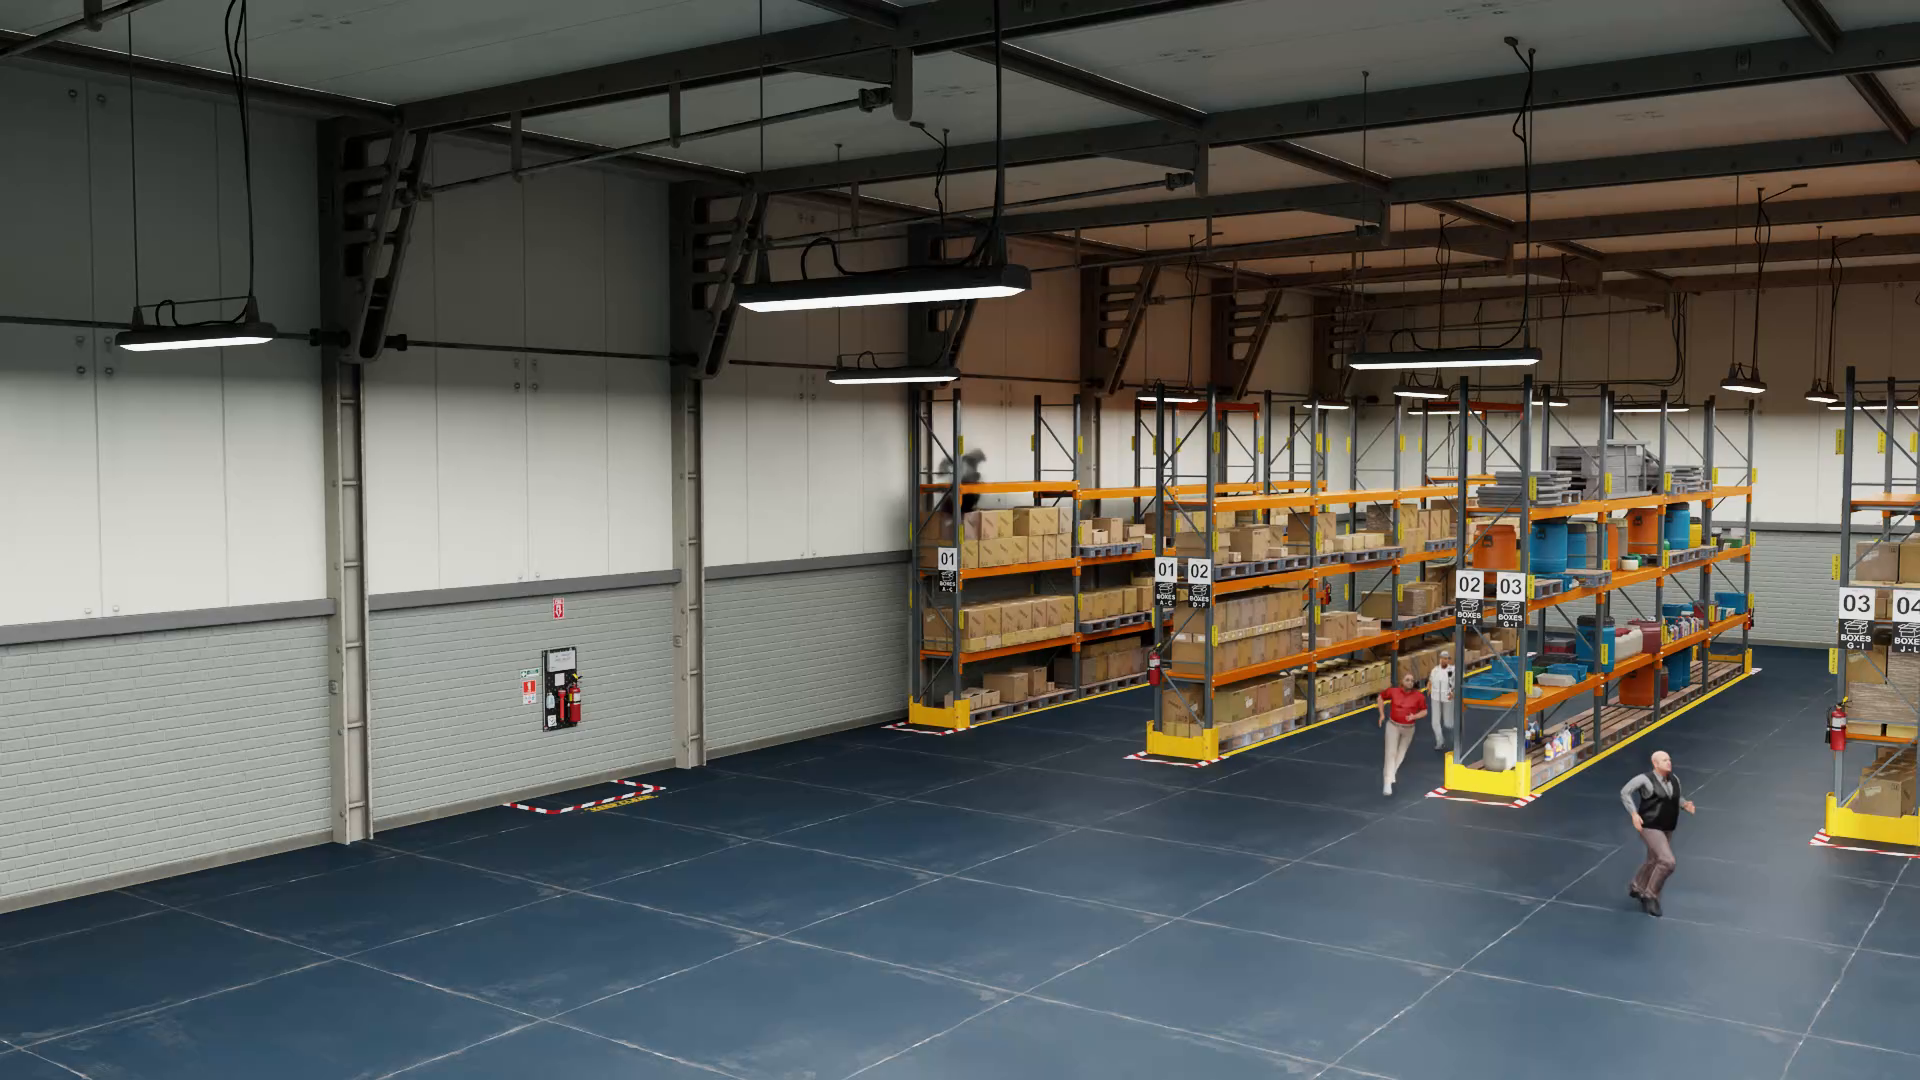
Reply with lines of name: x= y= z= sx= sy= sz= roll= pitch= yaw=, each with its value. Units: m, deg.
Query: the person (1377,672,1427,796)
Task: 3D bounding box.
person: x=6.429 y=2.779 z=24.165 sx=0.678 sy=1.735 sz=0.938 roll=0 pitch=3 yaw=5

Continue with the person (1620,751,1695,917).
person: x=7.499 y=3.132 z=17.844 sx=0.652 sy=1.756 sz=0.756 roll=-2 pitch=4 yaw=-28

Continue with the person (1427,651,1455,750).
person: x=7.973 y=2.639 z=27.383 sx=0.605 sy=1.602 sz=0.578 roll=2 pitch=4 yaw=35
